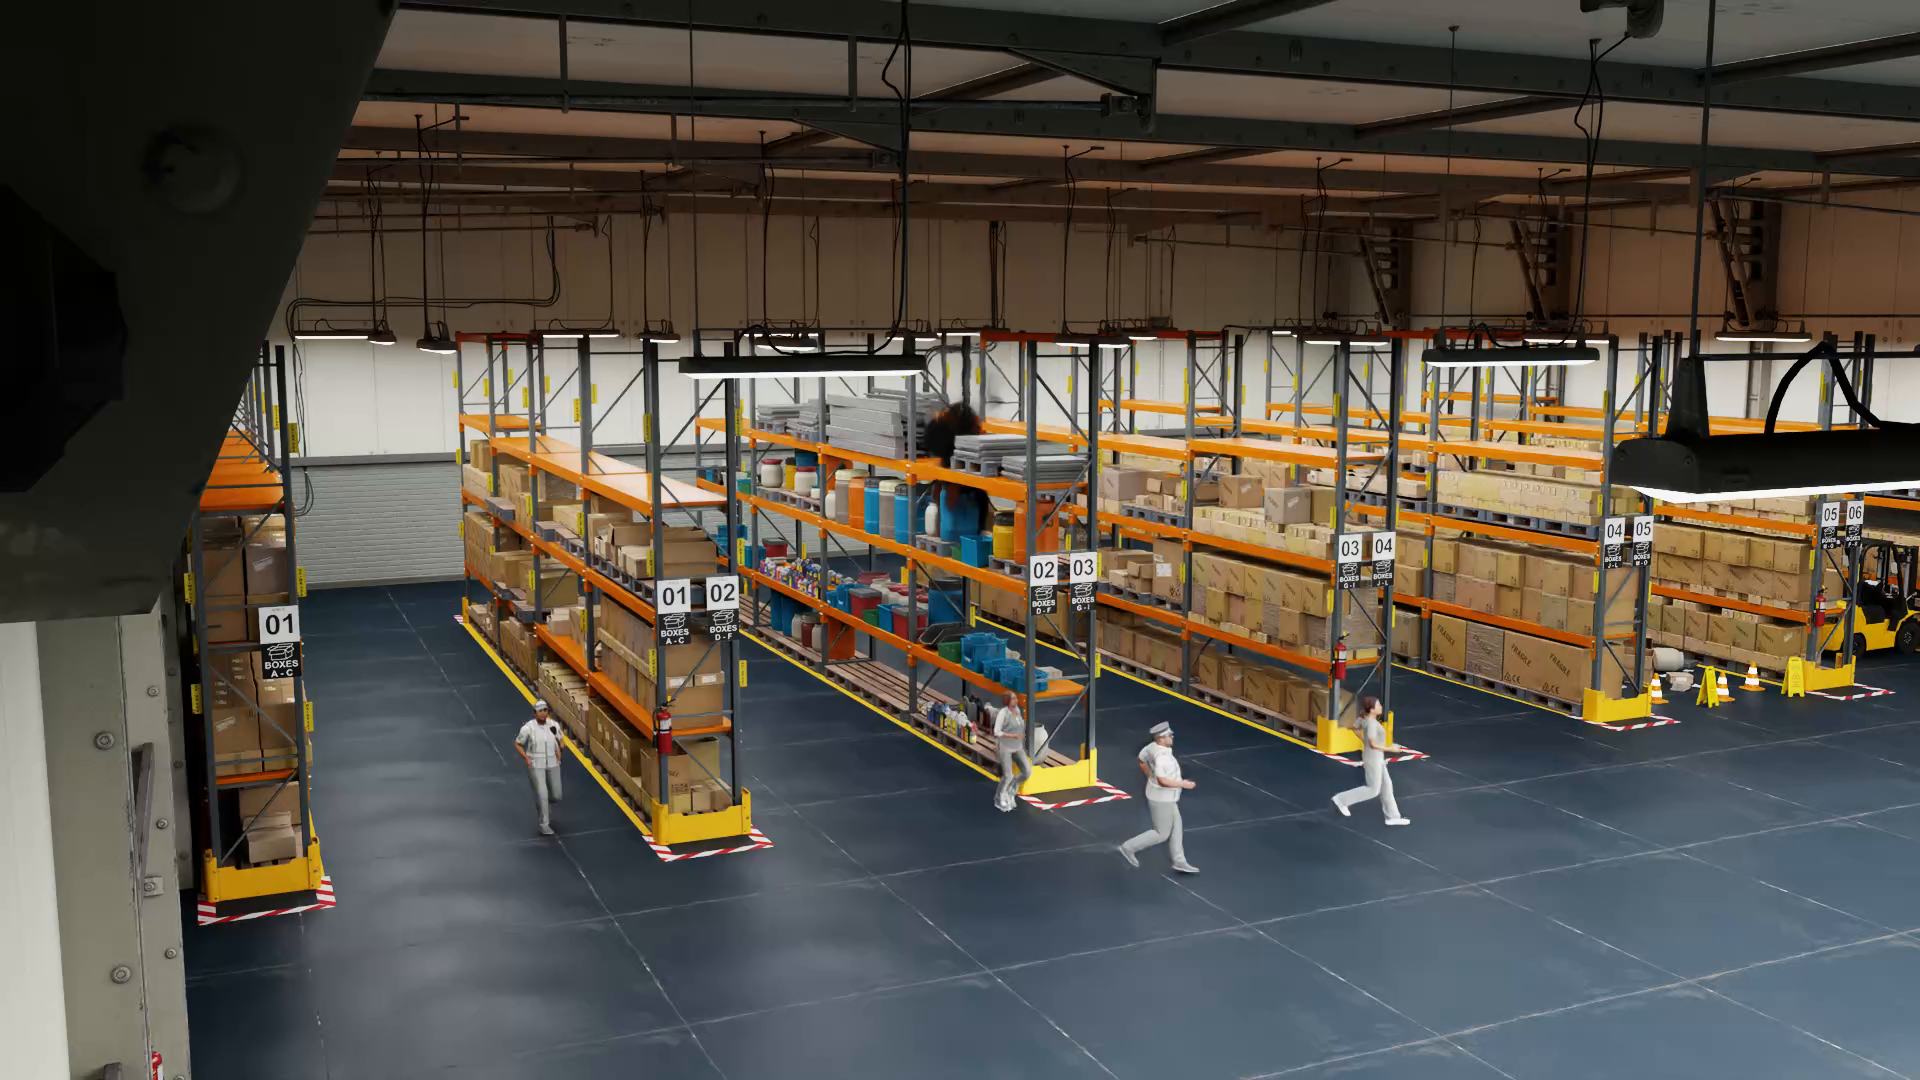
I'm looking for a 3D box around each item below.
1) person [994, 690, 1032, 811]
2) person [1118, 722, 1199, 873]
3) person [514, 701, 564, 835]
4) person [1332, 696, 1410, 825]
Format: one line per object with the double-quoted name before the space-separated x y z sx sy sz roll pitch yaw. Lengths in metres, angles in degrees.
"person" 0.675 2.697 21.234 0.560 1.573 0.549 8 11 44
"person" 2.264 2.932 18.851 0.944 1.790 0.664 0 8 -1
"person" -5.162 2.774 20.511 0.613 1.620 0.688 -5 9 -31
"person" 5.123 2.738 20.654 0.970 1.633 0.584 1 8 5
